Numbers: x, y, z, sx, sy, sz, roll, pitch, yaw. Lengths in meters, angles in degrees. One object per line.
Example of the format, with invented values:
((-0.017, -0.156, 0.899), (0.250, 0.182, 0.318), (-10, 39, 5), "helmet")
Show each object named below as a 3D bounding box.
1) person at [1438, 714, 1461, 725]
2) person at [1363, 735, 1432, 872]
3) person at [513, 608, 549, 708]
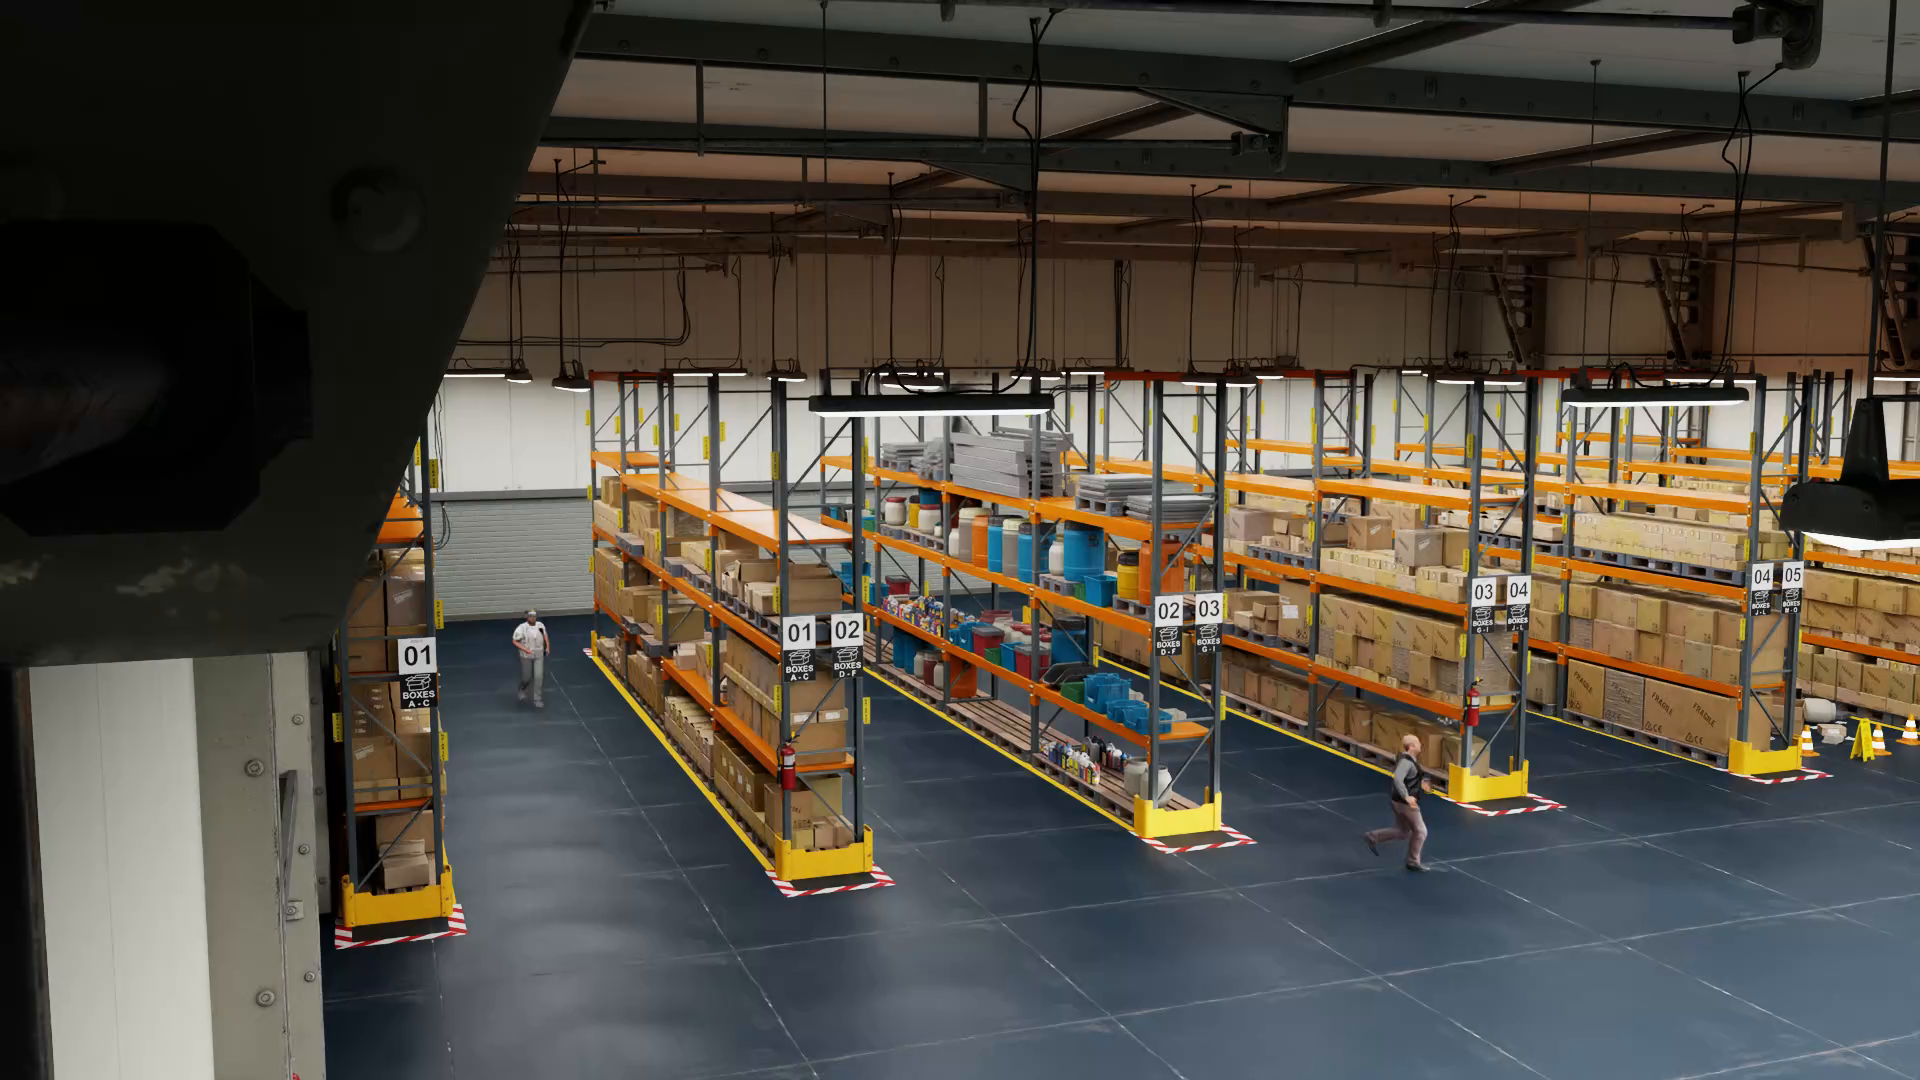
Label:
((8.460, 2.417, 28.069), (0.527, 1.539, 0.845), (-6, 9, -43), "person")
((5.396, 3.224, 20.443), (0.830, 1.696, 0.647), (1, 6, 9), "person")
((-7.757, 2.101, 30.119), (0.688, 1.787, 0.817), (-4, 8, -32), "person")
